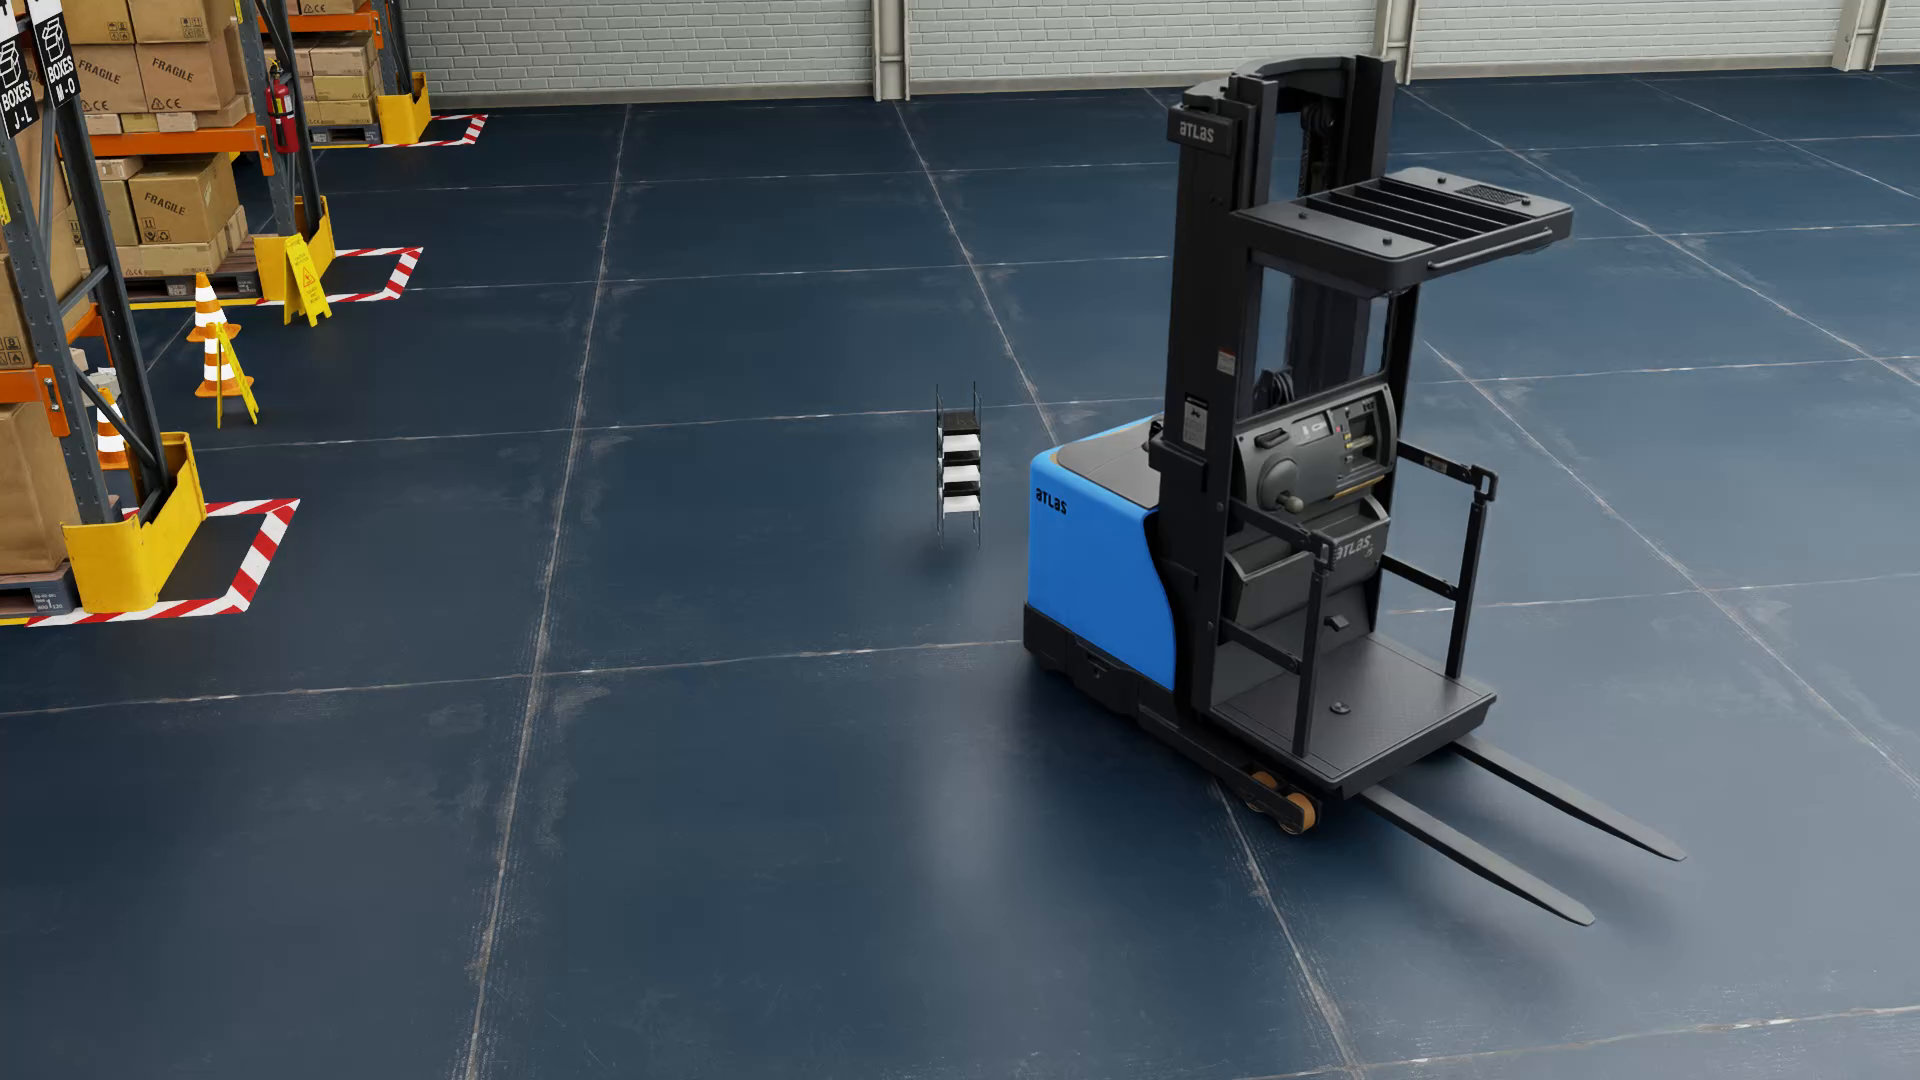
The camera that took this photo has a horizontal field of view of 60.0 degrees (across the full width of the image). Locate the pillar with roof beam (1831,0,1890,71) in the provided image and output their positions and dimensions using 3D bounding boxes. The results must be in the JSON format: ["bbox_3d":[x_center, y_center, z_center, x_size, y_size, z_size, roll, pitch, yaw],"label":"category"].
[{"bbox_3d":[11.692,-7.930,14.848,0.400,9.000,9.100,-4,27,-7],"label":"pillar with roof beam"}]

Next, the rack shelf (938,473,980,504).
[{"bbox_3d":[-0.008,-0.290,9.100,0.200,0.077,0.258,-4,27,-7],"label":"rack shelf"}]

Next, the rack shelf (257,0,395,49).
[{"bbox_3d":[-7.898,-5.252,16.988,4.000,0.370,1.077,-4,27,-7],"label":"rack shelf"}]

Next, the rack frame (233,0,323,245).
[{"bbox_3d":[-5.222,-3.455,12.698,0.127,3.000,1.000,-4,27,-7],"label":"rack frame"}]

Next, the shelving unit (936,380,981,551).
[{"bbox_3d":[-0.008,-0.400,9.044,0.210,0.900,0.258,-4,27,-7],"label":"shelving unit"}]

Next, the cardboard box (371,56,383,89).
[{"bbox_3d":[-6.412,-4.949,17.614,0.500,0.250,0.500,-3,27,-6],"label":"cardboard box"}]

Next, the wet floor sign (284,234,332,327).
[{"bbox_3d":[-4.885,-1.936,12.317,0.232,0.644,0.267,6,28,11],"label":"wet floor sign"}]

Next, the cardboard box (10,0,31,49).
[{"bbox_3d":[-6.690,-3.838,11.914,0.500,0.500,0.700,-4,27,-8],"label":"cardboard box"}]

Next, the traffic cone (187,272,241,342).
[{"bbox_3d":[-5.468,-1.716,12.088,0.334,0.463,0.336,-4,27,-7],"label":"traffic cone"}]

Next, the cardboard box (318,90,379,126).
[{"bbox_3d":[-6.338,-4.490,17.266,0.500,0.250,0.500,-3,27,-7],"label":"cardboard box"}]

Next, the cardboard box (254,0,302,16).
[{"bbox_3d":[-6.883,-5.565,16.700,0.500,0.500,0.500,-3,27,-5],"label":"cardboard box"}]

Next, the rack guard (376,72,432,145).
[{"bbox_3d":[-5.893,-4.588,17.645,0.348,0.500,1.175,-4,27,-7],"label":"rack guard"}]

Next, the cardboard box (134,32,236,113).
[{"bbox_3d":[-5.721,-3.473,12.298,0.500,0.500,0.500,-4,27,-8],"label":"cardboard box"}]

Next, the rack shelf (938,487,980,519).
[{"bbox_3d":[-0.008,-0.210,9.141,0.200,0.077,0.258,-4,27,-7],"label":"rack shelf"}]

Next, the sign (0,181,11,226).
[{"bbox_3d":[-4.370,-1.598,7.552,0.005,0.325,0.100,-4,27,-7],"label":"sign"}]

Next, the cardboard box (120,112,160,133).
[{"bbox_3d":[-6.055,-3.150,12.379,0.250,0.149,0.380,-4,27,-8],"label":"cardboard box"}]

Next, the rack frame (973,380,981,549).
[{"bbox_3d":[0.093,-0.406,9.056,0.006,0.900,0.240,-4,27,-7],"label":"rack frame"}]

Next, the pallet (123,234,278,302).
[{"bbox_3d":[-6.106,-2.174,13.256,1.213,0.211,1.003,-4,27,-7],"label":"pallet"}]

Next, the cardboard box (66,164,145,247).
[{"bbox_3d":[-6.495,-2.549,12.662,0.500,0.500,0.500,-3,27,-5],"label":"cardboard box"}]

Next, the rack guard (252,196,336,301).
[{"bbox_3d":[-5.297,-2.338,13.260,0.348,0.500,1.175,-4,27,-7],"label":"rack guard"}]

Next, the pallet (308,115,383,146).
[{"bbox_3d":[-6.669,-4.391,17.576,1.213,0.211,1.003,-4,27,-7],"label":"pallet"}]

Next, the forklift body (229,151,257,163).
[{"bbox_3d":[-7.541,-4.376,15.423,1.214,2.155,2.313,-4,27,-7],"label":"forklift body"}]

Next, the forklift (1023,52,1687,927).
[{"bbox_3d":[1.609,-0.344,6.710,1.130,2.935,3.031,-20,33,-33],"label":"forklift"}]

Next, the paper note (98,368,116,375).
[{"bbox_3d":[-5.881,-1.174,11.505,0.142,0.019,0.148,-14,30,-25],"label":"paper note"}]

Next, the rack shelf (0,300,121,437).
[{"bbox_3d":[-6.413,-0.777,8.266,4.000,0.370,1.077,-4,27,-7],"label":"rack shelf"}]

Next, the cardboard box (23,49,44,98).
[{"bbox_3d":[-6.713,-3.413,12.181,0.500,0.500,0.500,-4,27,-7],"label":"cardboard box"}]

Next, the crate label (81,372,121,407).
[{"bbox_3d":[-5.746,-1.013,11.074,0.298,0.136,0.250,-20,33,-33],"label":"crate label"}]

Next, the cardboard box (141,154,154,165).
[{"bbox_3d":[-6.600,-2.789,13.131,0.500,0.500,0.500,-5,28,-9],"label":"cardboard box"}]

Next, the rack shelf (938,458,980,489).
[{"bbox_3d":[-0.008,-0.370,9.059,0.200,0.077,0.258,-4,27,-7],"label":"rack shelf"}]

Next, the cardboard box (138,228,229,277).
[{"bbox_3d":[-6.009,-2.244,12.890,0.500,0.250,0.500,-4,27,-7],"label":"cardboard box"}]

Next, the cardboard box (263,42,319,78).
[{"bbox_3d":[-6.834,-4.902,16.974,0.500,0.250,0.500,-3,27,-6],"label":"cardboard box"}]

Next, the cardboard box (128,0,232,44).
[{"bbox_3d":[-5.697,-3.946,12.124,0.500,0.500,0.700,-4,27,-8],"label":"cardboard box"}]

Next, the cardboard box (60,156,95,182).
[{"bbox_3d":[-6.582,-2.804,12.449,0.250,0.149,0.380,-3,27,-6],"label":"cardboard box"}]

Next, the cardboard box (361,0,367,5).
[{"bbox_3d":[-6.446,-5.838,17.232,0.500,0.500,0.500,-3,27,-5],"label":"cardboard box"}]

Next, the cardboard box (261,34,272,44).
[{"bbox_3d":[-7.410,-5.102,17.364,0.500,0.250,0.500,-4,27,-7],"label":"cardboard box"}]

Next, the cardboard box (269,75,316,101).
[{"bbox_3d":[-6.854,-4.686,17.100,0.500,0.250,0.500,-4,27,-8],"label":"cardboard box"}]

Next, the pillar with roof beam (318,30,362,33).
[{"bbox_3d":[-6.132,-6.785,12.617,0.400,9.000,9.100,-4,27,-7],"label":"pillar with roof beam"}]

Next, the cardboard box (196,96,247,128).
[{"bbox_3d":[-5.562,-3.223,12.521,0.250,0.149,0.380,-3,27,-5],"label":"cardboard box"}]

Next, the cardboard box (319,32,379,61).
[{"bbox_3d":[-6.419,-5.162,17.482,0.500,0.250,0.500,-4,27,-8],"label":"cardboard box"}]

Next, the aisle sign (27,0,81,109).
[{"bbox_3d":[-4.404,-2.521,8.029,0.004,0.787,0.394,-4,27,-7],"label":"aisle sign"}]

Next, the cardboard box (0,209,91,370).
[{"bbox_3d":[-4.793,-1.247,8.230,0.550,0.550,0.875,-4,27,-7],"label":"cardboard box"}]

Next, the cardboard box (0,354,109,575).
[{"bbox_3d":[-5.094,-0.393,8.597,0.875,0.875,0.875,-4,27,-7],"label":"cardboard box"}]
